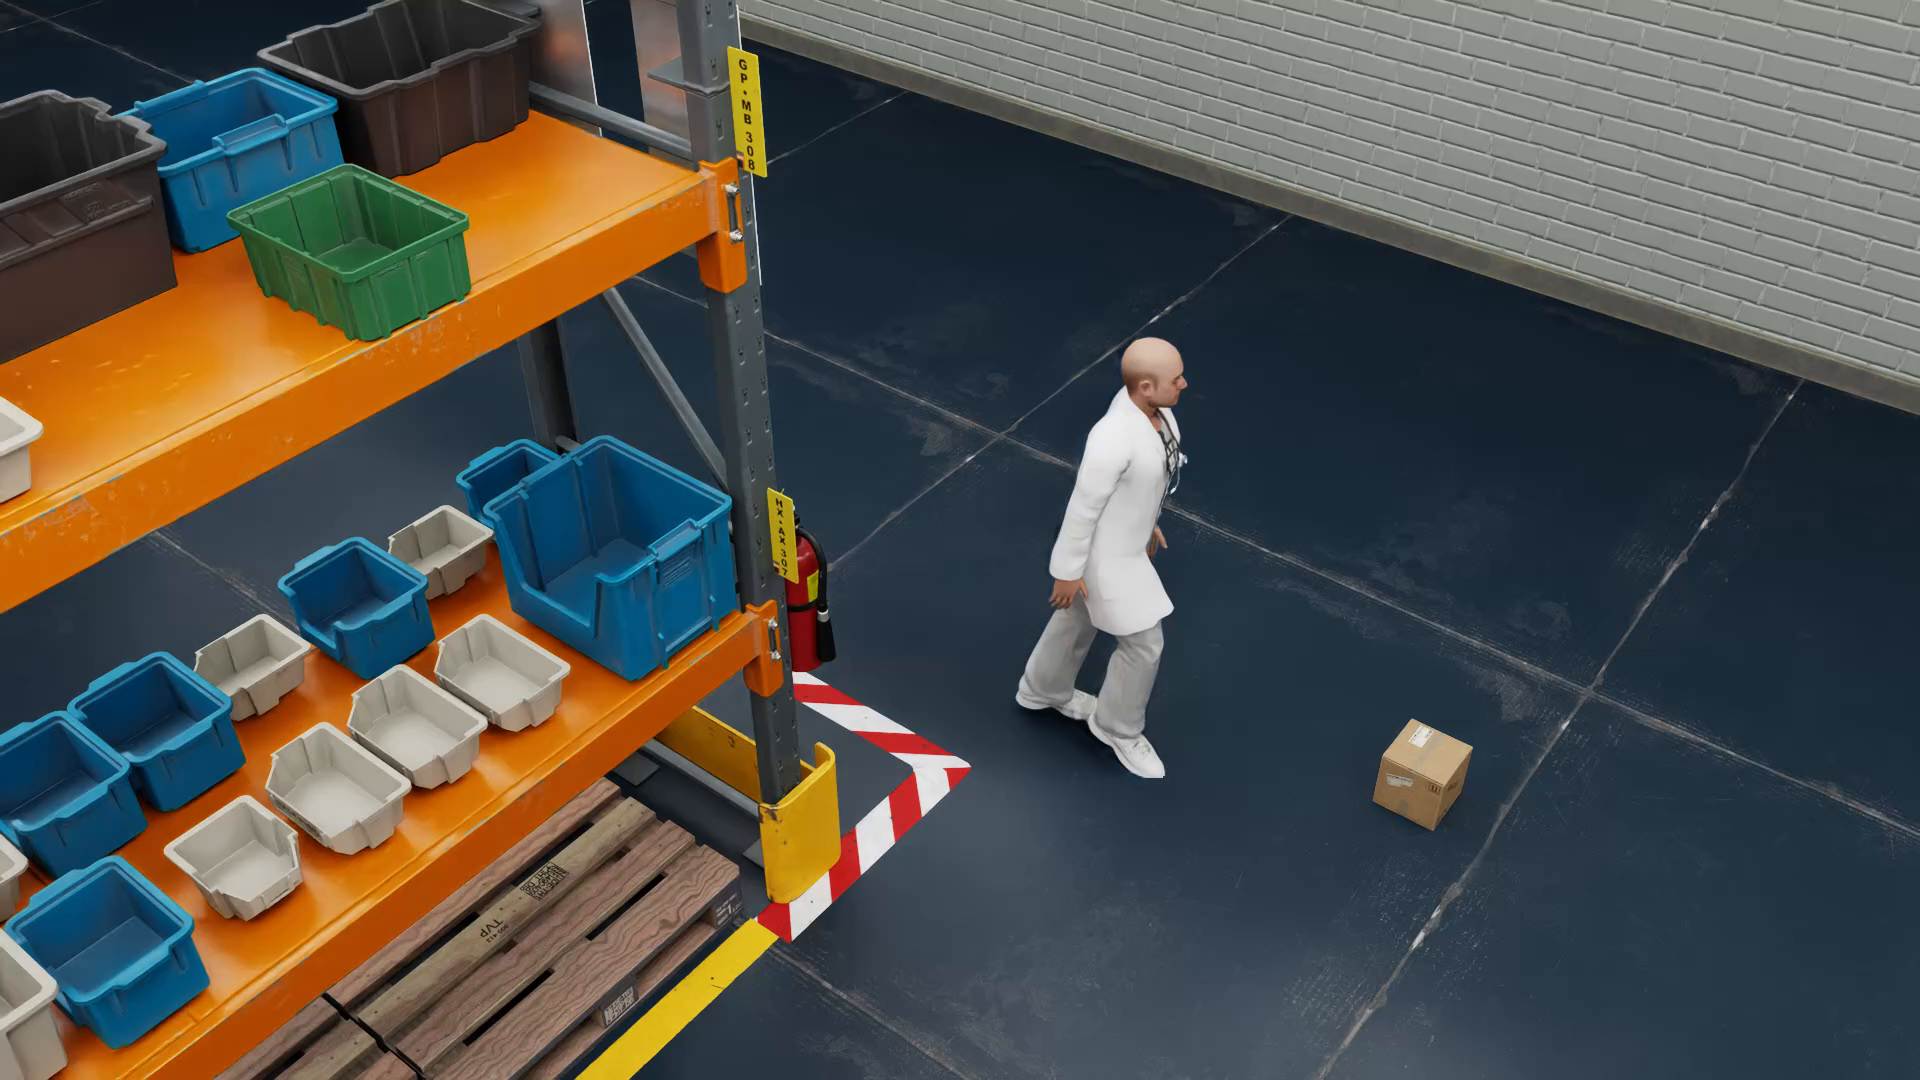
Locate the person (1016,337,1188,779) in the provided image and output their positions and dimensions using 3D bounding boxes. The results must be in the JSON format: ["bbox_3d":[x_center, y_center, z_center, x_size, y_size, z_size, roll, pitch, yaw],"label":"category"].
[{"bbox_3d":[0.539,0.038,6.131,0.646,1.815,0.589,9,39,12],"label":"person"}]
